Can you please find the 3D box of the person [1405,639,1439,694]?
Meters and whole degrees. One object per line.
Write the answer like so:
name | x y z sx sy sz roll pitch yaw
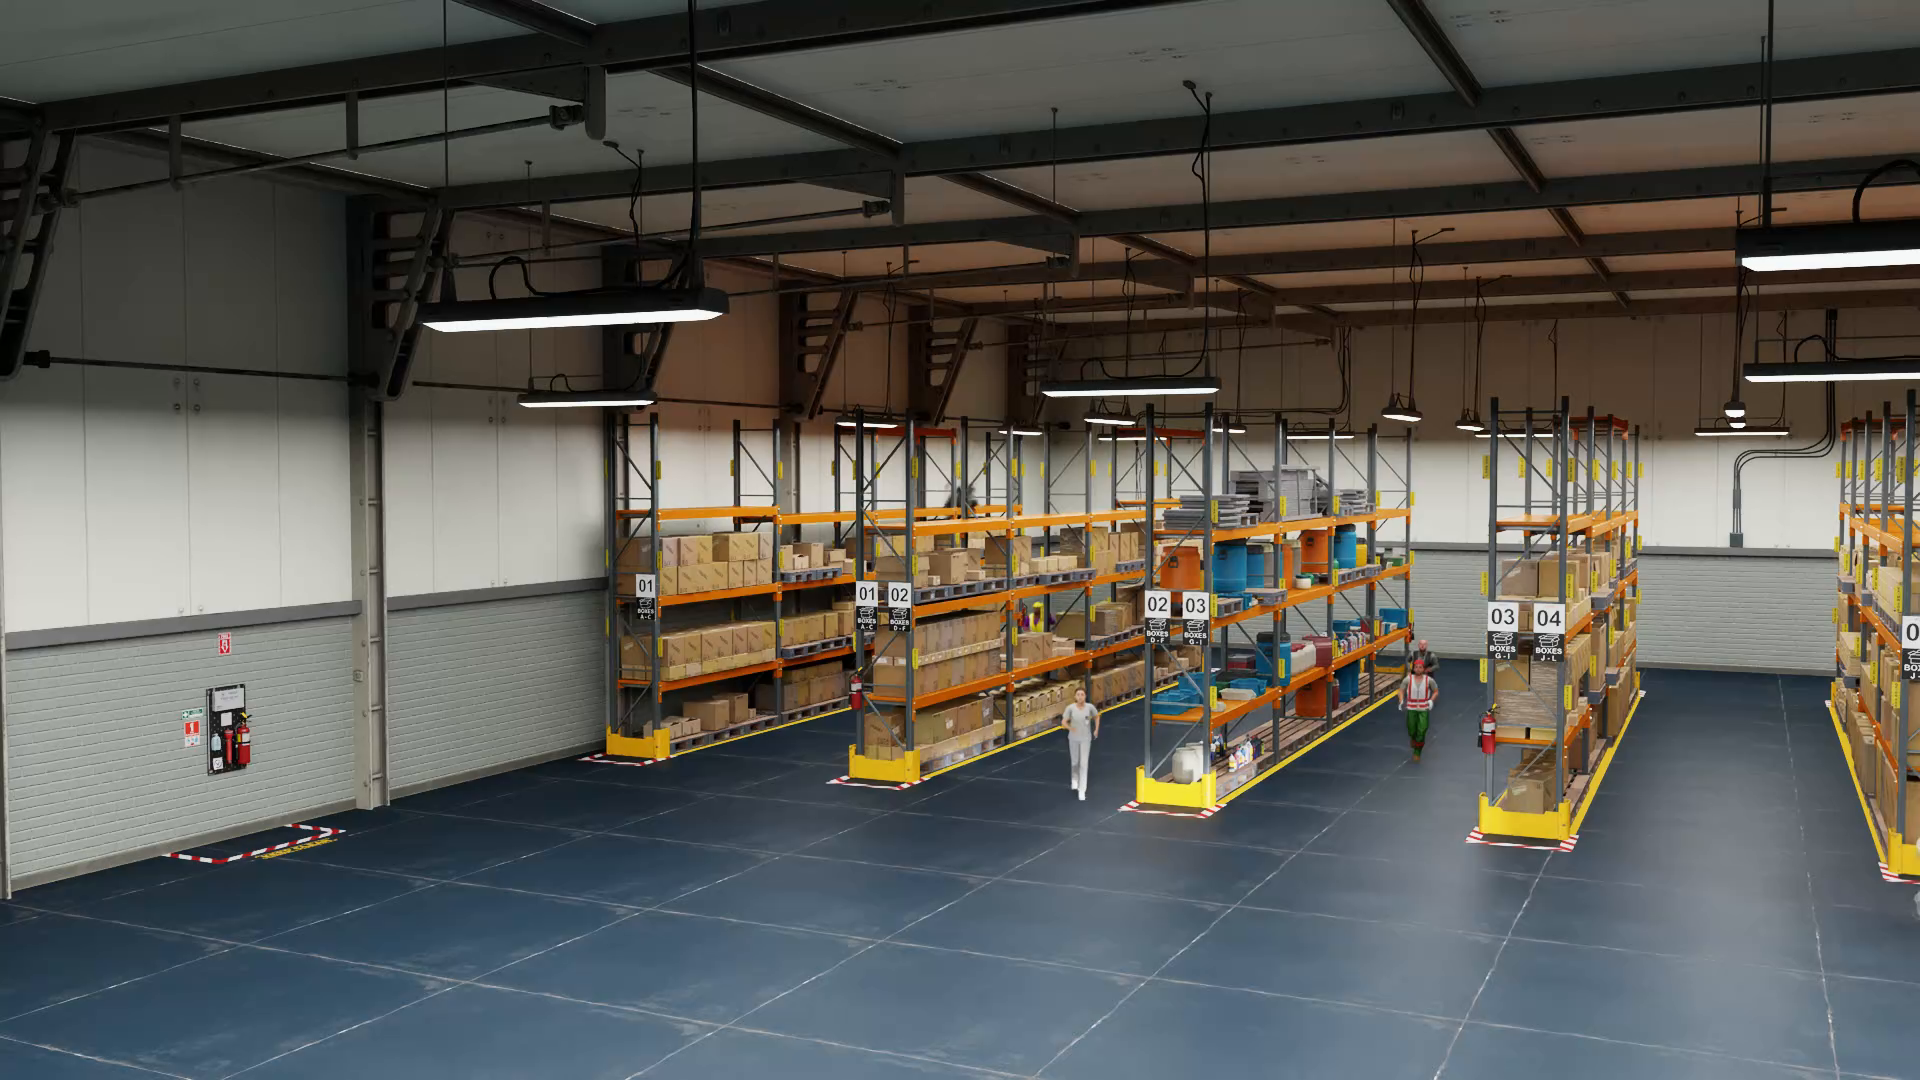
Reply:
person | 9.013 2.783 32.454 0.643 1.697 0.726 1 2 16

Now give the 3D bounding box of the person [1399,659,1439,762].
person | 7.942 2.934 28.785 0.670 1.752 0.611 1 3 17

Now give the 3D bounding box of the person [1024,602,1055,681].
person | 1.760 2.282 37.620 0.726 1.764 0.895 1 3 24

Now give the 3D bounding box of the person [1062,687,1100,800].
person | 1.855 3.092 25.583 0.587 1.684 0.844 0 2 3
